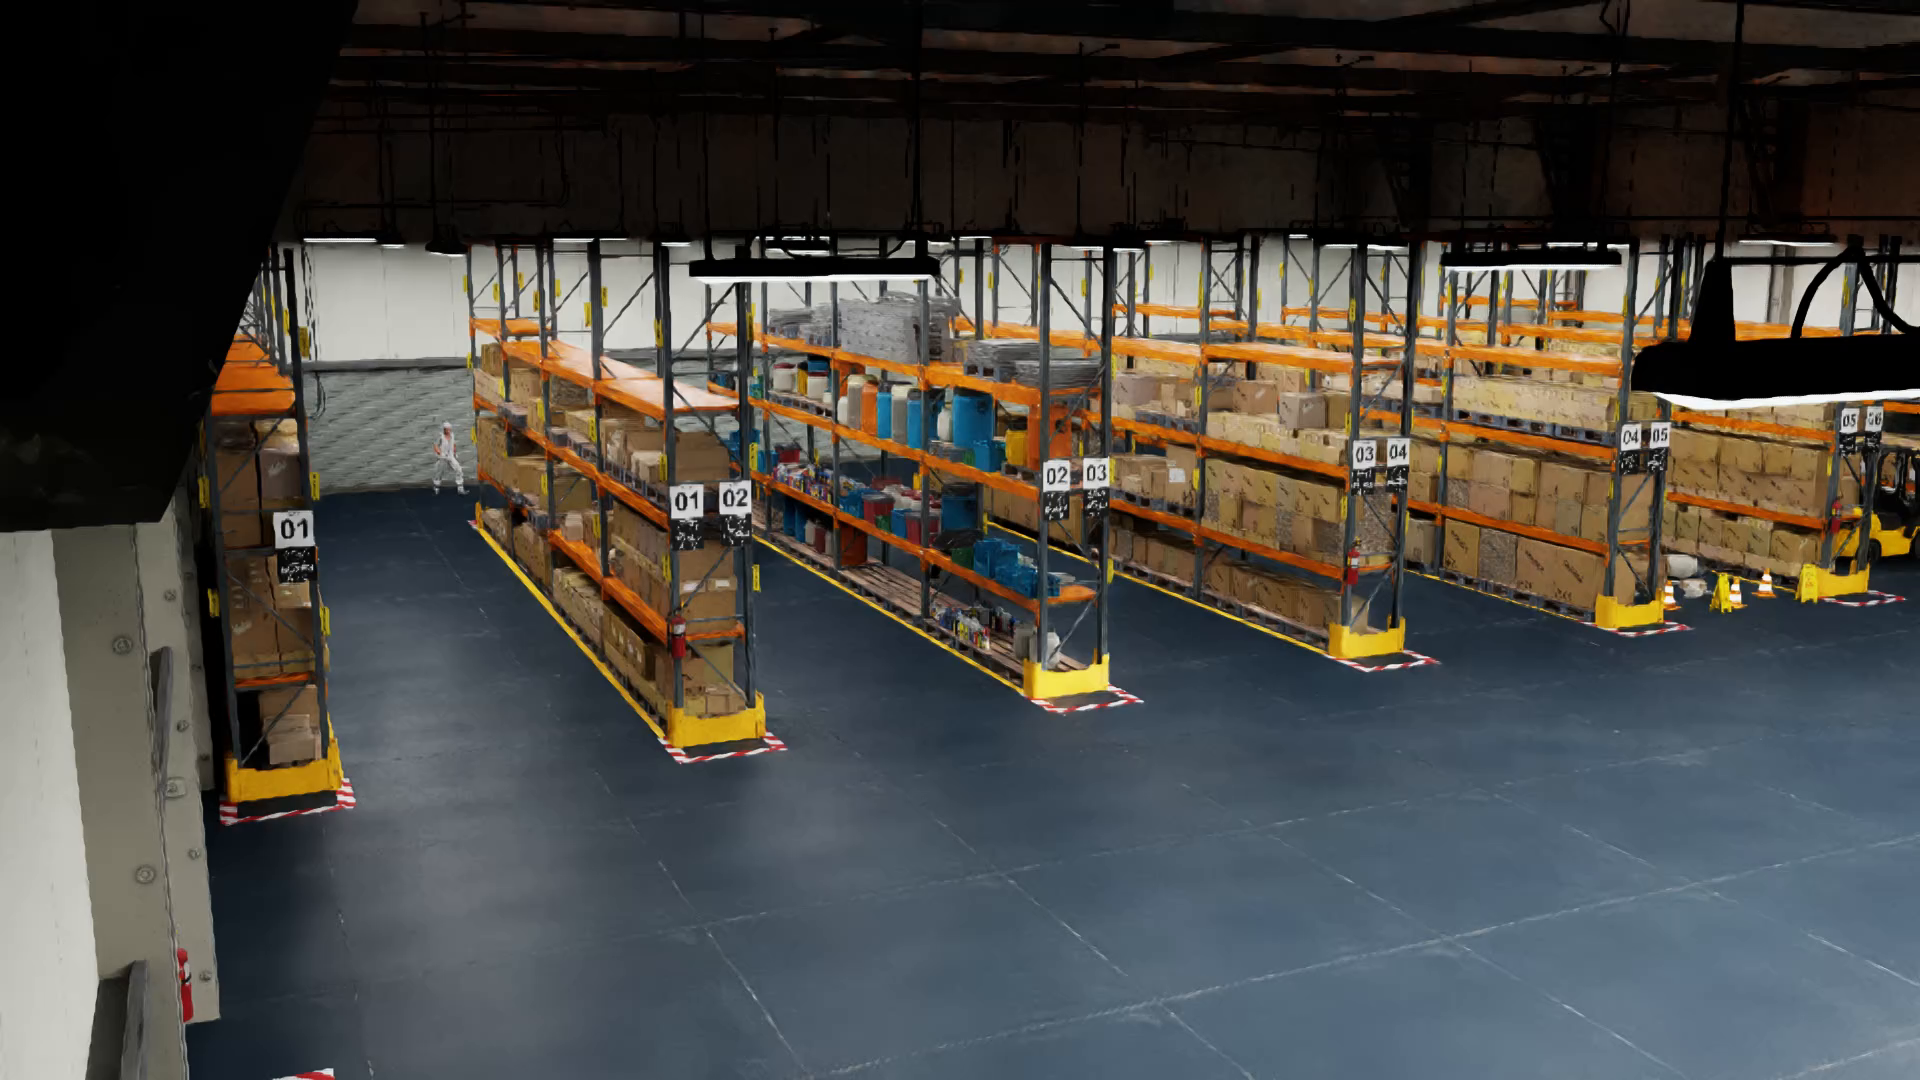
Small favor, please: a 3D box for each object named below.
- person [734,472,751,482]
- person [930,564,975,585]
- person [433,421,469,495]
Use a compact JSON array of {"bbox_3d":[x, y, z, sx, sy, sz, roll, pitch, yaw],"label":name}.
[{"bbox_3d":[-4.949,-1.853,38.018,0.528,1.770,0.743,5,12,26],"label":"person"},{"bbox_3d":[-0.127,-0.050,28.838,0.735,1.715,0.896,-9,14,-39],"label":"person"},{"bbox_3d":[-11.820,-1.890,38.288,0.675,1.718,0.808,-10,15,-42],"label":"person"}]
